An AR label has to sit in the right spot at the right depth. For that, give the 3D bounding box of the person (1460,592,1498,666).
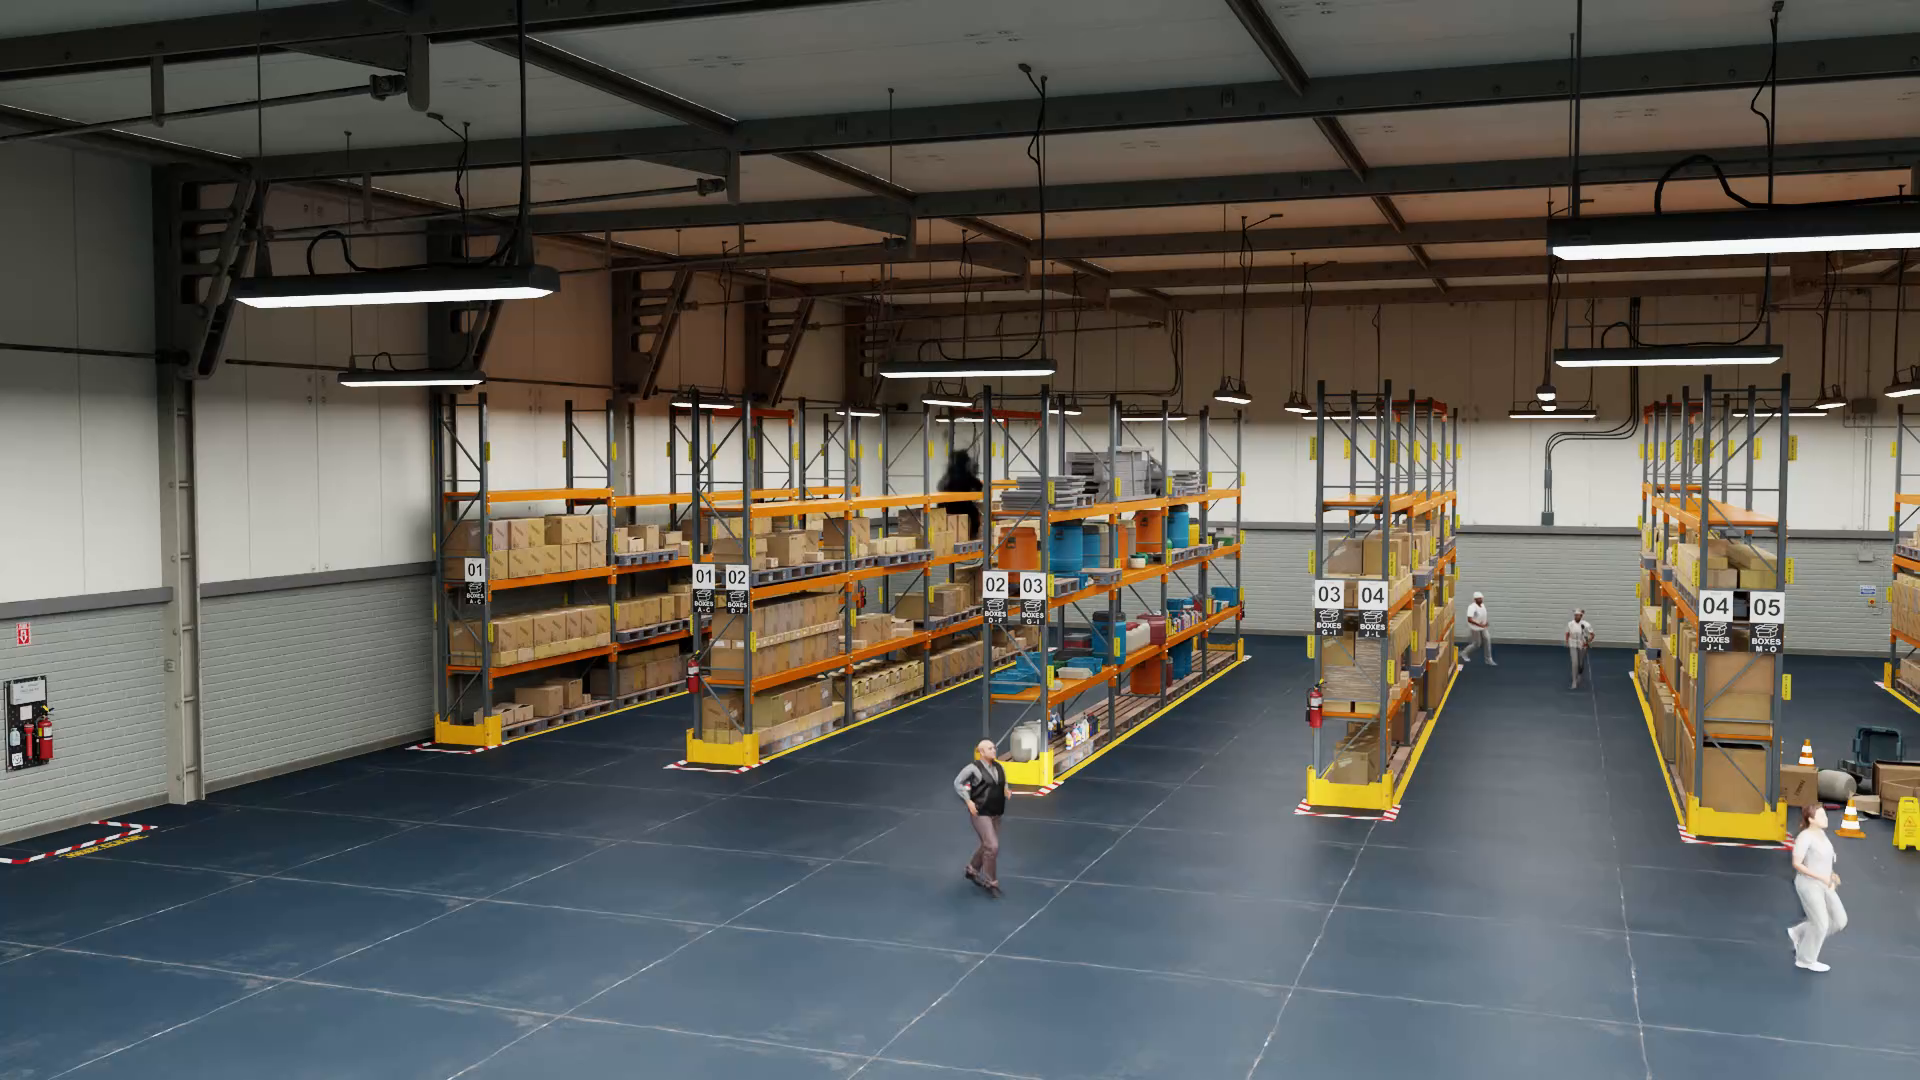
[{"bbox_3d":[12.062,2.058,38.815,0.746,1.730,0.899,-2,4,-36],"label":"person"}]

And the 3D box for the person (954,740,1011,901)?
[{"bbox_3d":[0.298,3.142,18.813,0.720,1.770,0.661,3,4,44],"label":"person"}]

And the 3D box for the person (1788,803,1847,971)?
[{"bbox_3d":[8.218,3.332,15.990,0.541,1.624,0.553,-2,4,-36],"label":"person"}]

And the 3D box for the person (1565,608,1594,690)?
[{"bbox_3d":[13.122,2.281,35.226,0.594,1.705,0.798,2,3,29],"label":"person"}]
